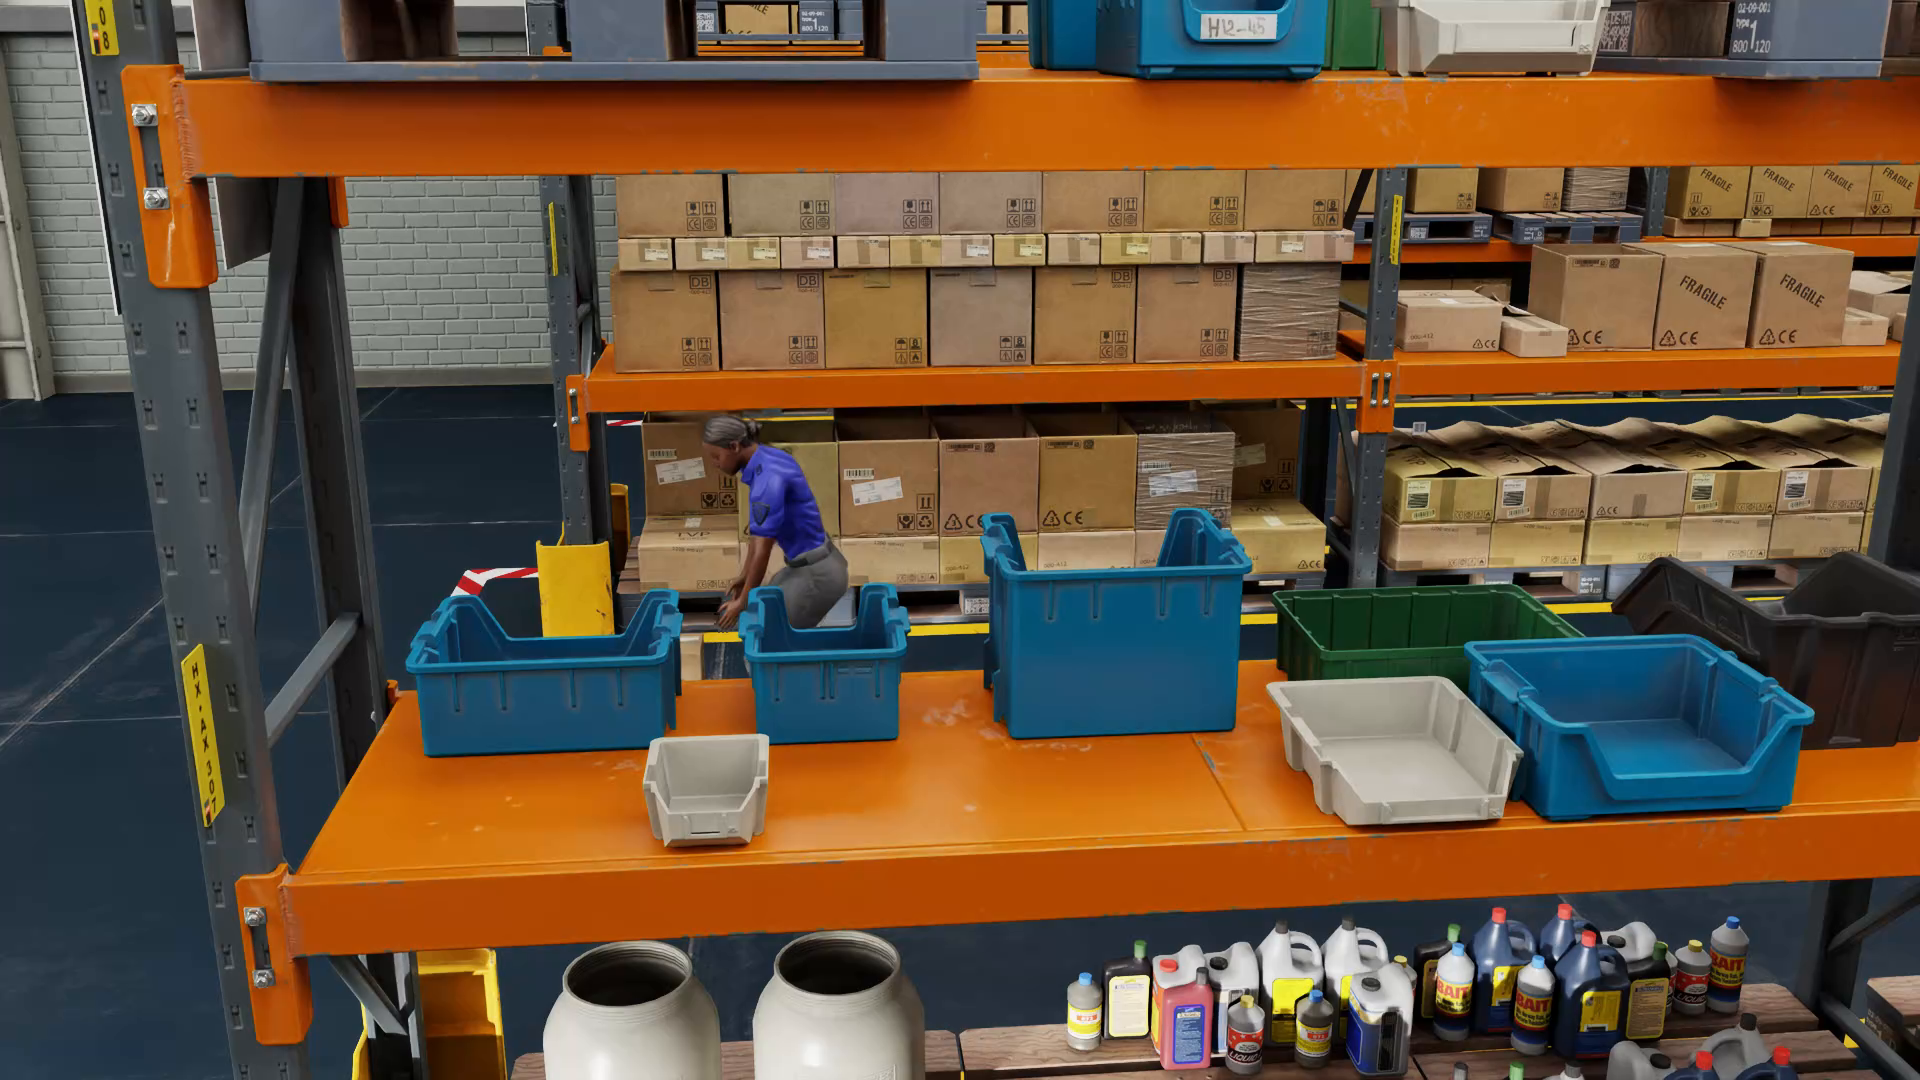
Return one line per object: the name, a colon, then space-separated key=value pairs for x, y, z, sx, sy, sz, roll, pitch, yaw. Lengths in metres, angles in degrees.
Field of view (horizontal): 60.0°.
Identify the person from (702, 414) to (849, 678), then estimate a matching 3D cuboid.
person: x=-0.744 y=0.178 z=6.857 sx=0.576 sy=1.442 sz=0.492 roll=-2 pitch=17 yaw=-5
